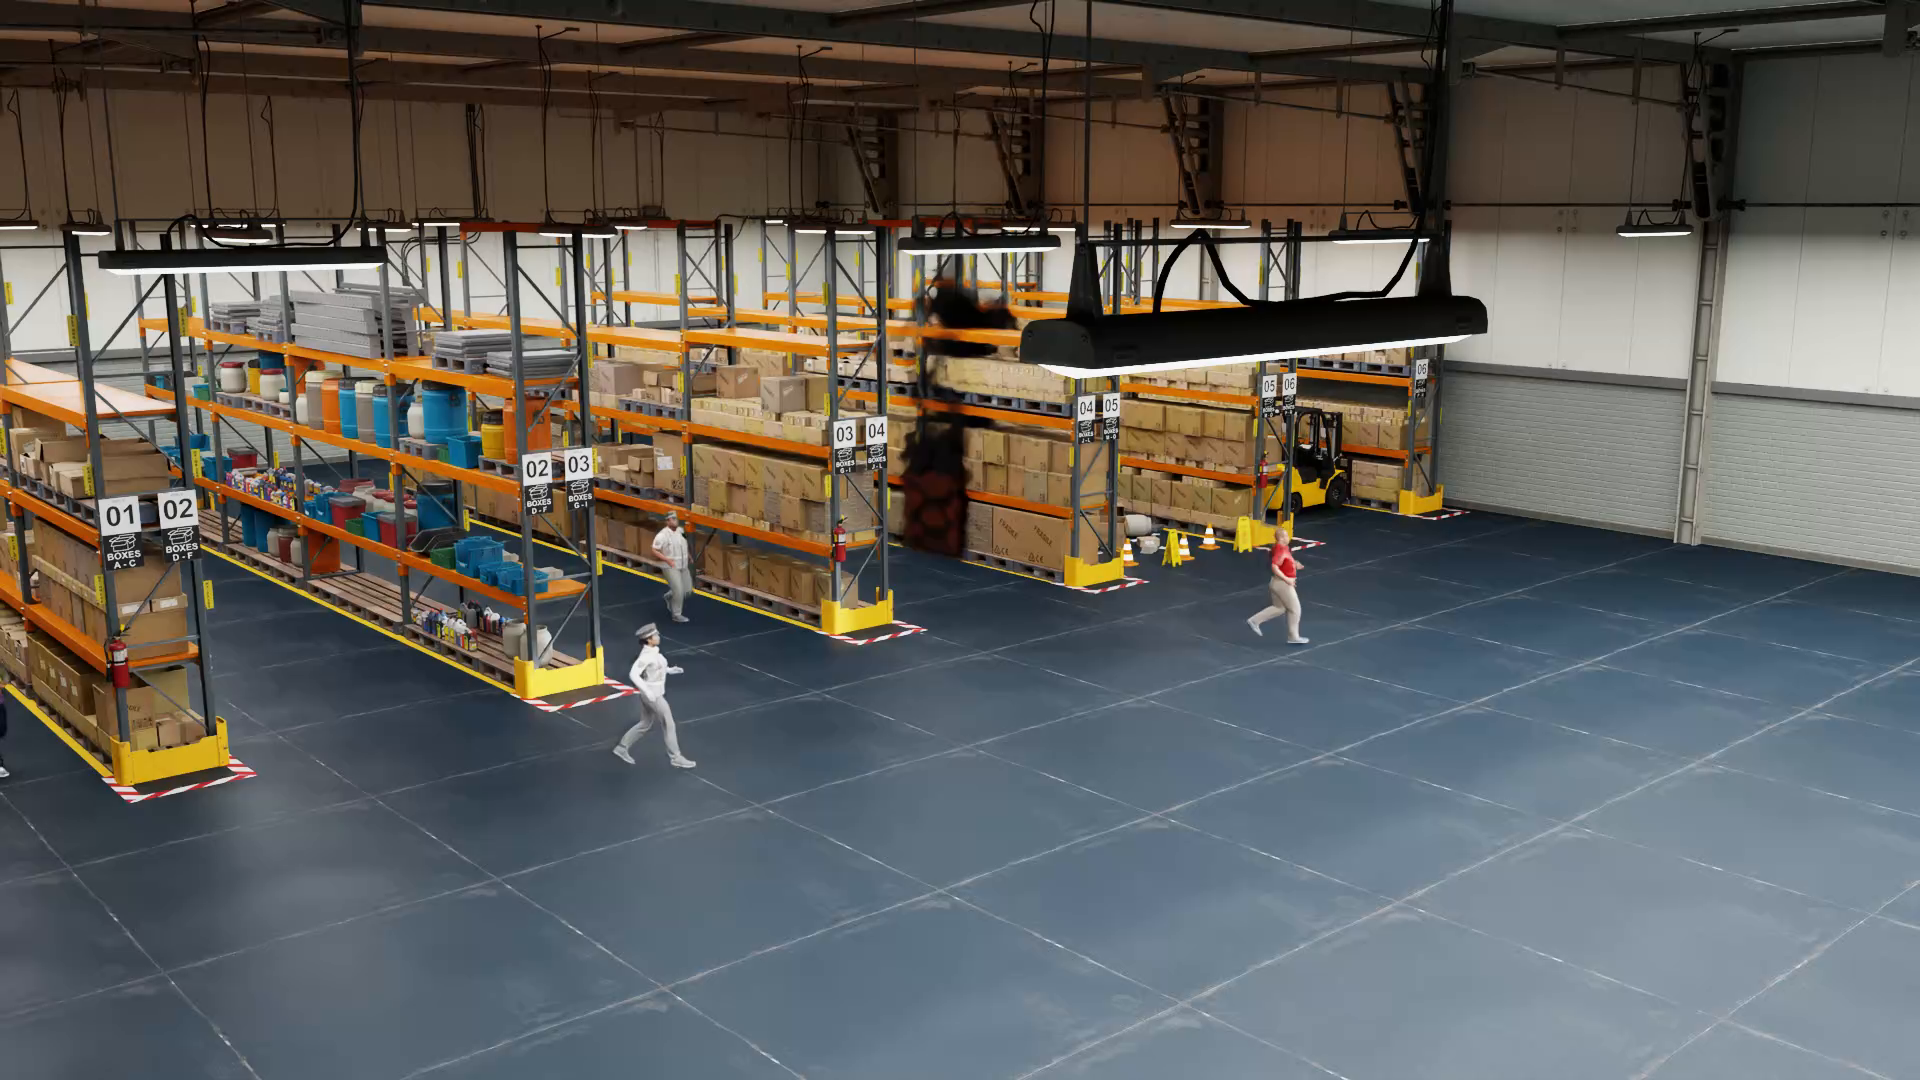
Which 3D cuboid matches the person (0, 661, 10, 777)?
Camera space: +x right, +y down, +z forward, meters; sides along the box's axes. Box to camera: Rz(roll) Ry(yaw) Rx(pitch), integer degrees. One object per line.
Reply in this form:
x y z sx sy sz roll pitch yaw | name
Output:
-10.992 1.850 18.719 0.796 1.568 0.505 10 15 39 | person

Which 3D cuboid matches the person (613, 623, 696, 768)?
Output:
-3.472 1.755 18.754 0.920 1.687 0.614 -2 12 -11 | person

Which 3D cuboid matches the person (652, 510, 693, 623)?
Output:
-4.404 0.384 25.572 0.602 1.733 0.664 9 15 38 | person

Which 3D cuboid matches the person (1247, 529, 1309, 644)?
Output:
4.676 0.672 24.228 0.873 1.694 0.676 0 11 -2 | person
